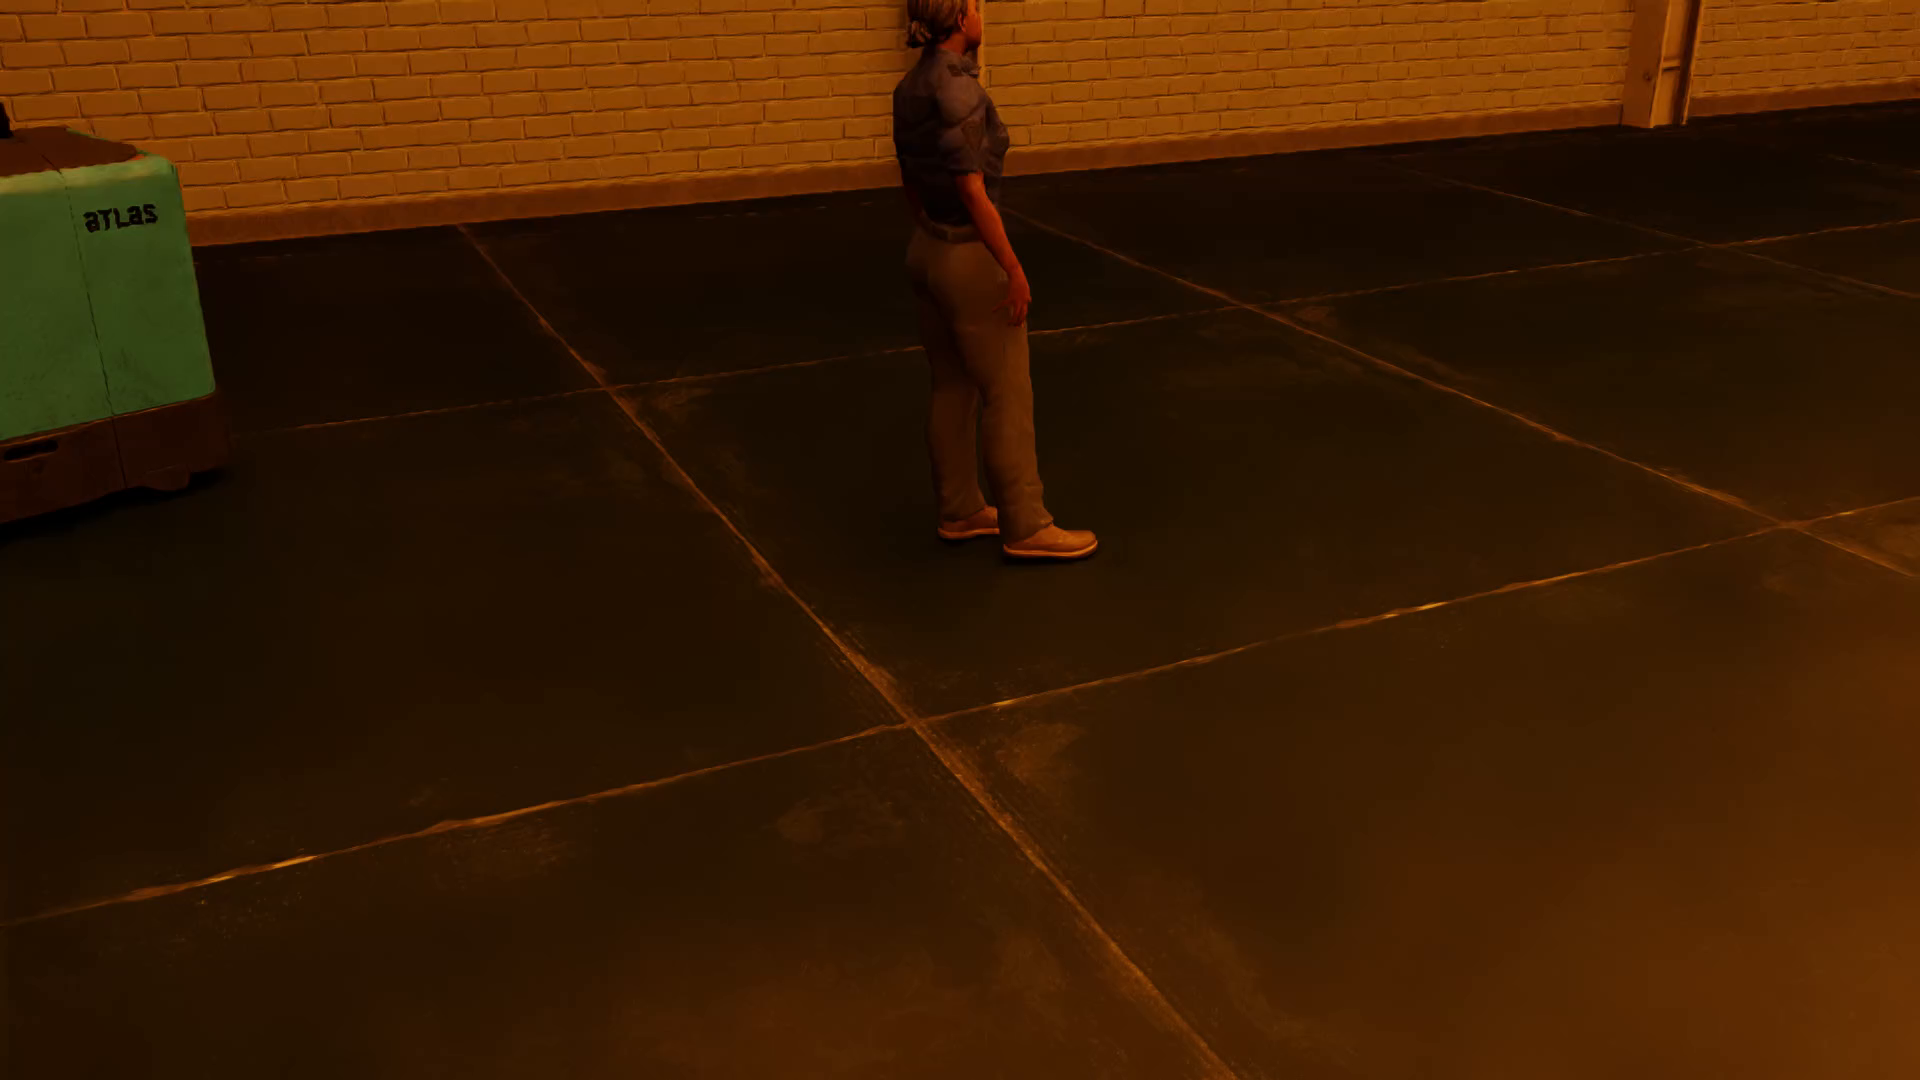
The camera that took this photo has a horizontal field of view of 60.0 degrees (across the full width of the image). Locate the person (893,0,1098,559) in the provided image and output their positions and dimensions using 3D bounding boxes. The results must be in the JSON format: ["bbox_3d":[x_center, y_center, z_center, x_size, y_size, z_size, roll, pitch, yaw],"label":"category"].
[{"bbox_3d":[0.088,-0.778,4.805,0.503,1.654,0.570,-10,25,-23],"label":"person"}]

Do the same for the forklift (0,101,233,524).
[{"bbox_3d":[-3.833,-1.281,4.370,1.130,2.935,3.031,21,30,41],"label":"forklift"}]
